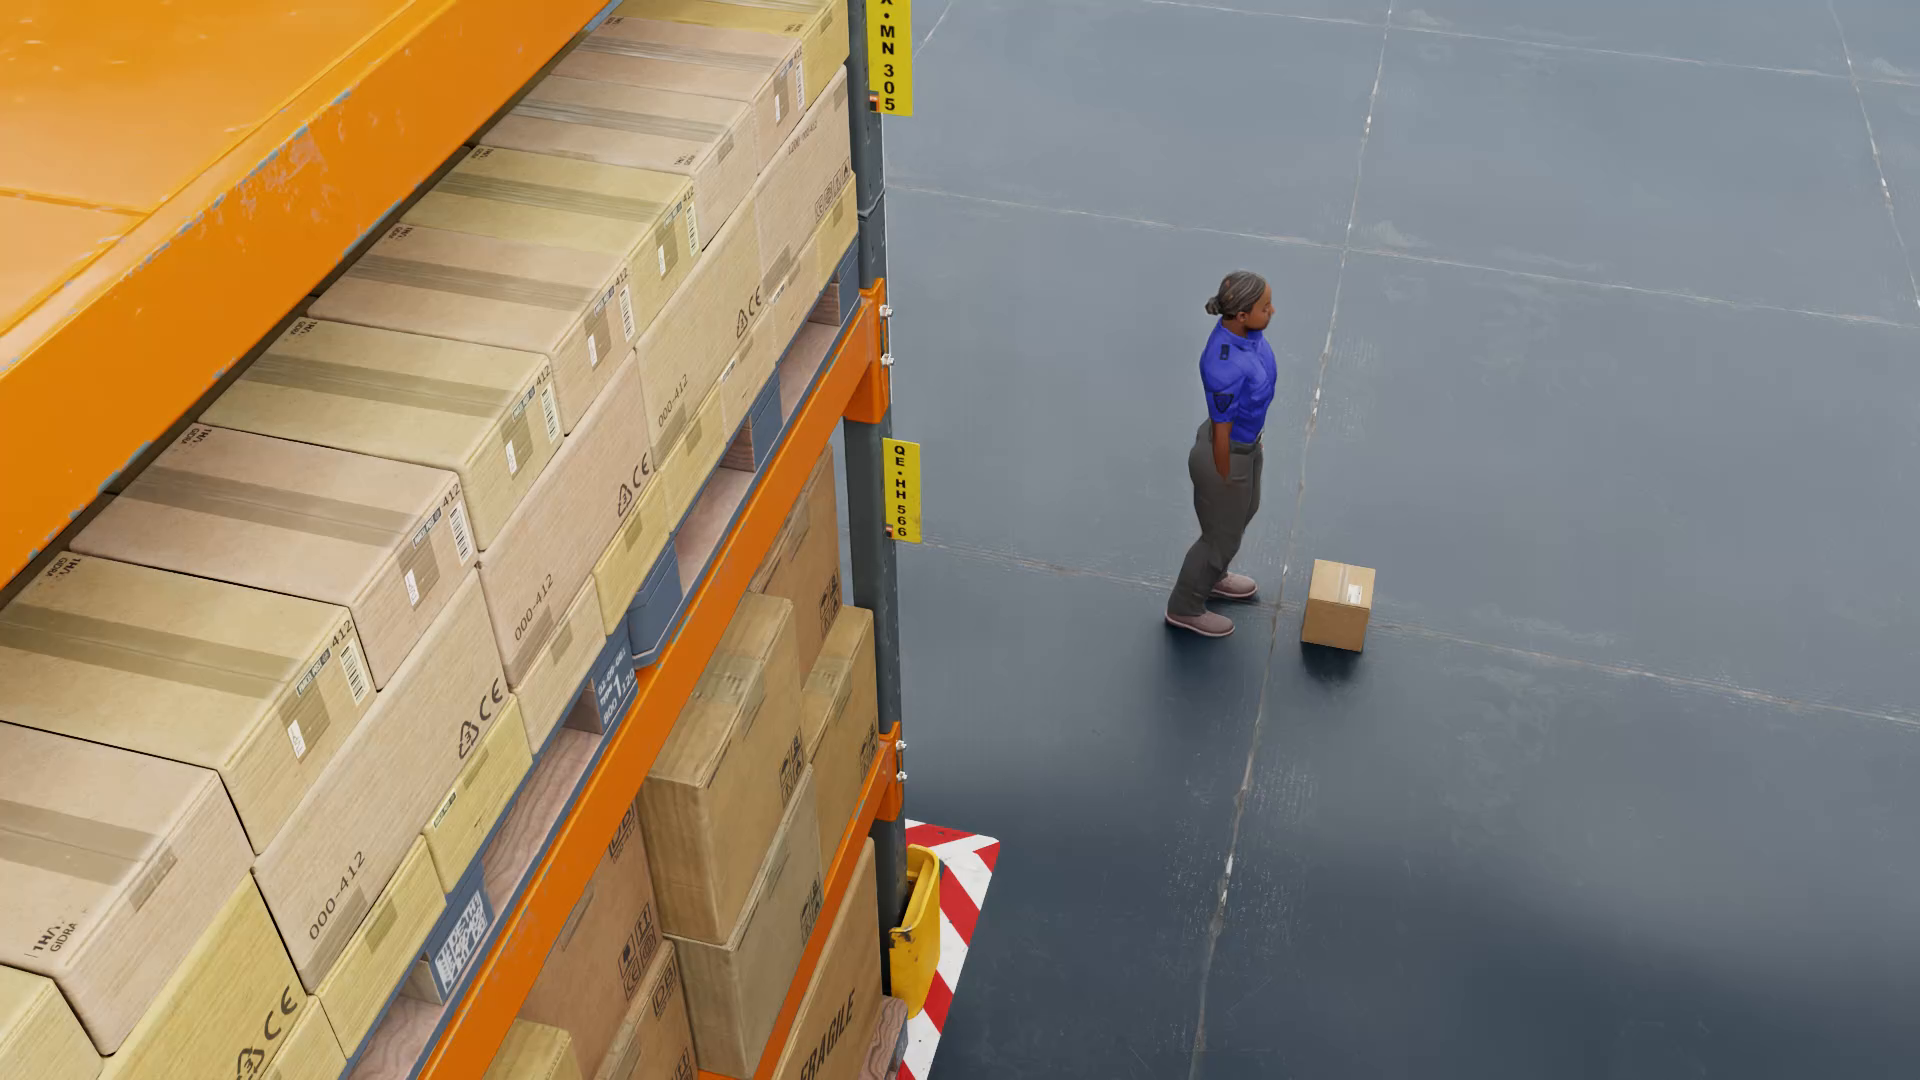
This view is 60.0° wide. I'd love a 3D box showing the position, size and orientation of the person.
[{"bbox_3d":[1.074,-0.341,6.563,0.349,1.657,0.439,11,42,12],"label":"person"}]
